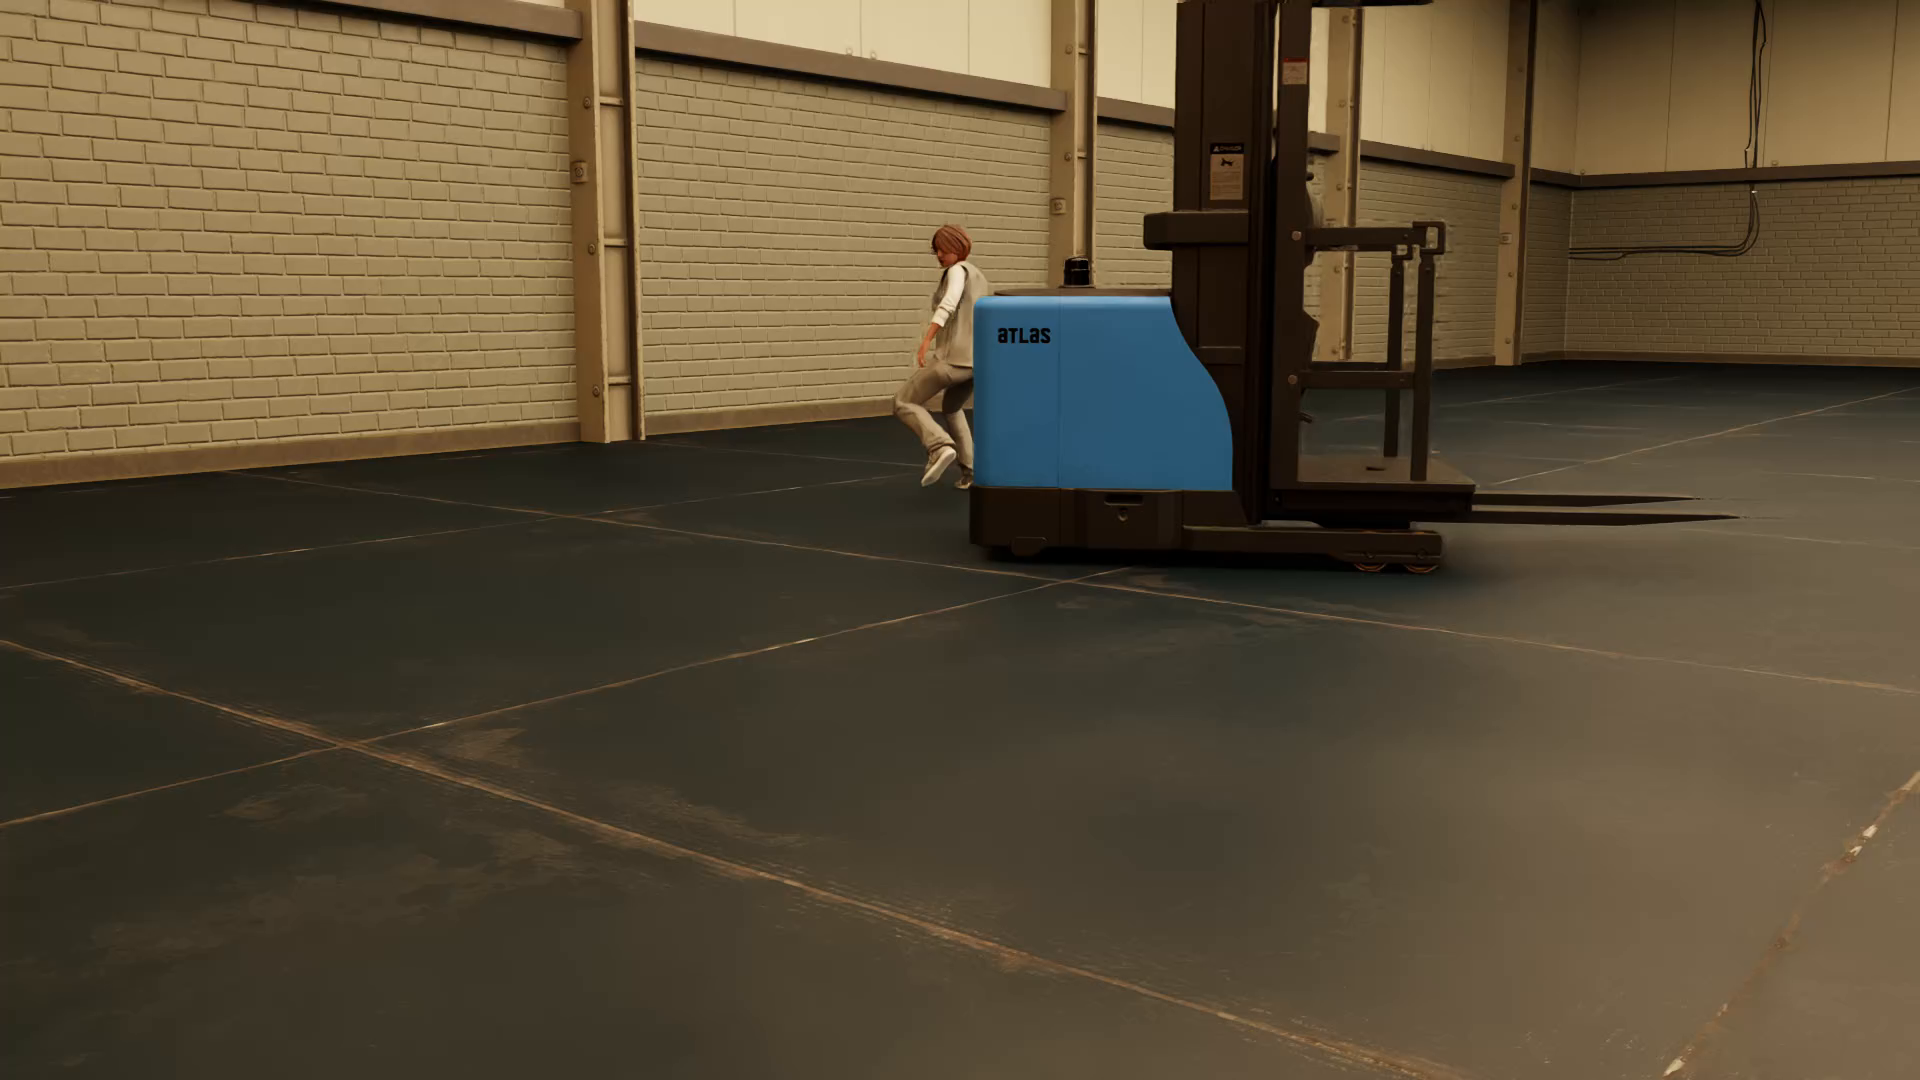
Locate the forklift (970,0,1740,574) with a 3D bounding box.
[{"bbox_3d":[1.600,-1.401,6.859,3.031,2.935,1.130,1,8,8],"label":"forklift"}]

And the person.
[{"bbox_3d":[-0.040,-0.977,9.155,0.456,1.475,0.845,6,10,36],"label":"person"}]
